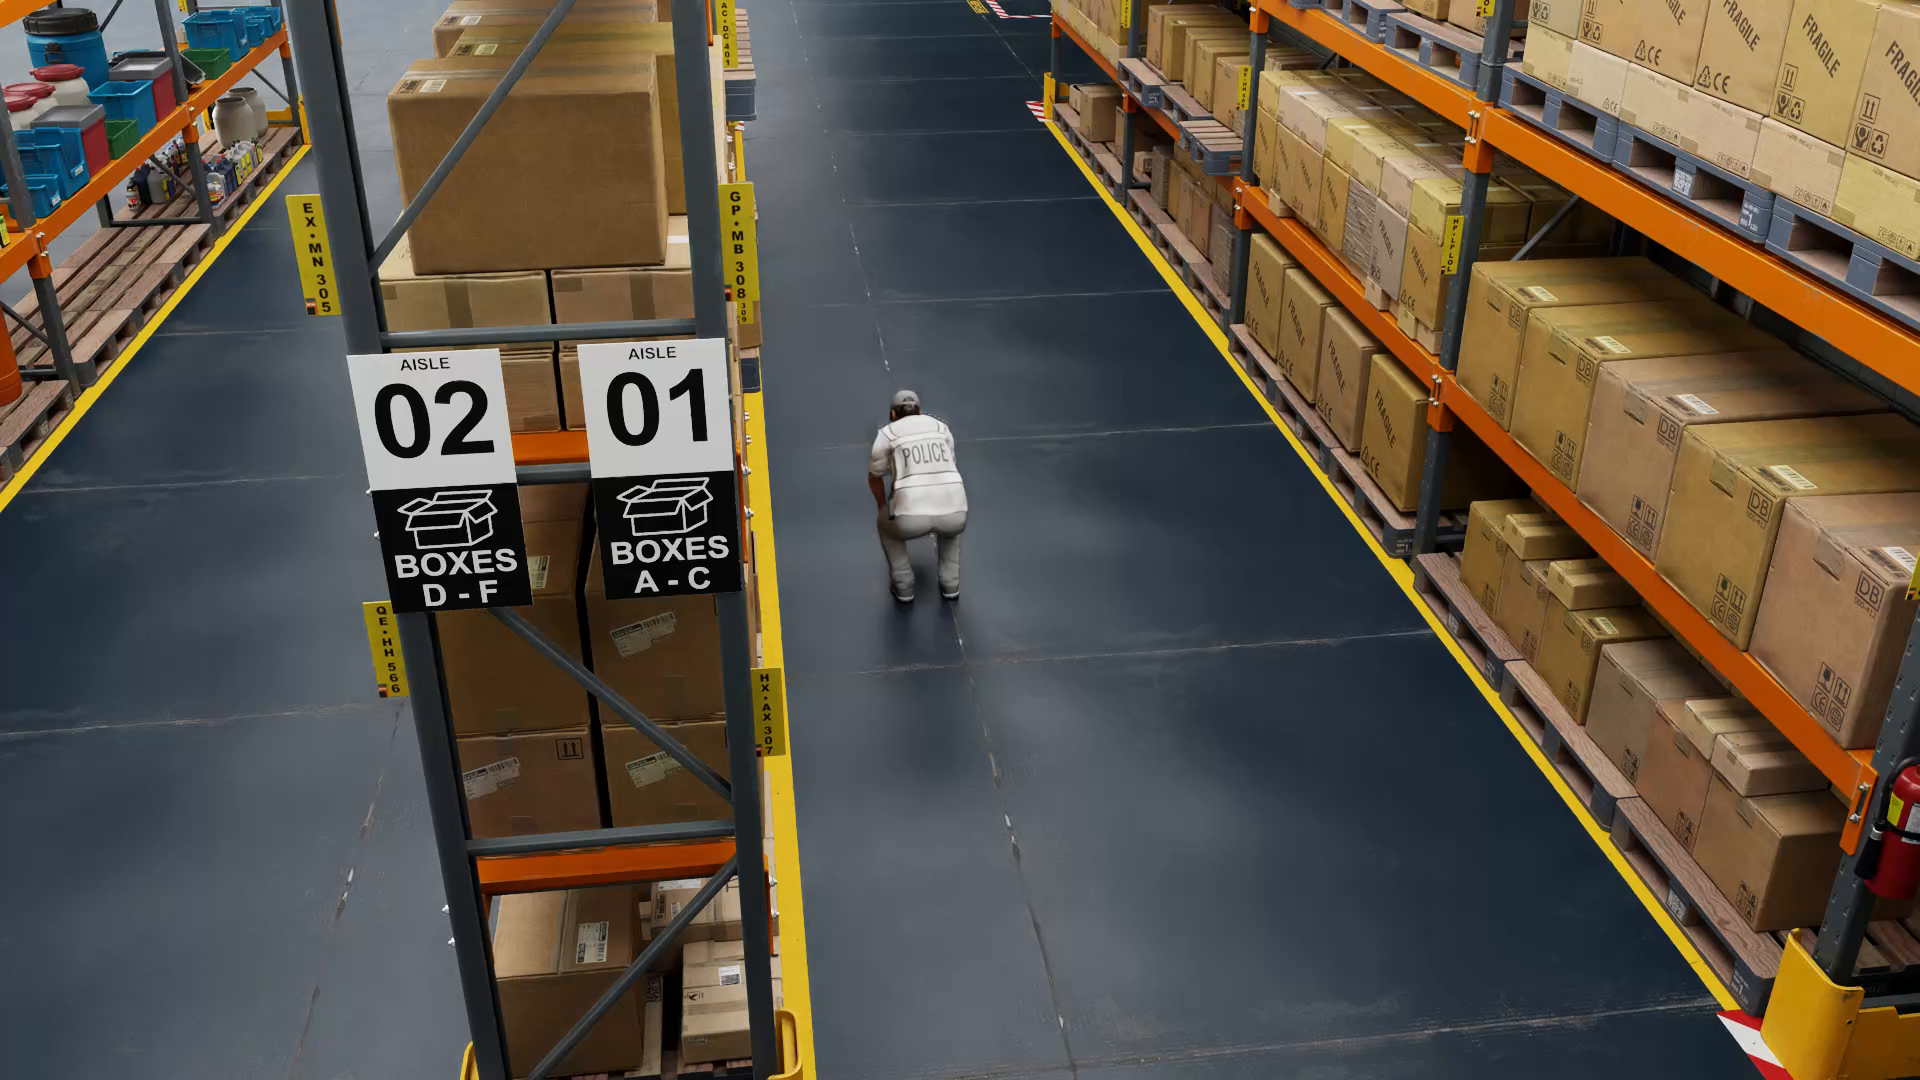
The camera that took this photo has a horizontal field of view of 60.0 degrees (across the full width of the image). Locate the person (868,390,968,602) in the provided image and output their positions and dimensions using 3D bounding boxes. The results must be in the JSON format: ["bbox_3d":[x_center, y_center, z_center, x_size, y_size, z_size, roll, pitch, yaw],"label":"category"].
[{"bbox_3d":[-0.247,-0.233,9.654,0.538,1.133,0.823,-4,28,-8],"label":"person"}]
